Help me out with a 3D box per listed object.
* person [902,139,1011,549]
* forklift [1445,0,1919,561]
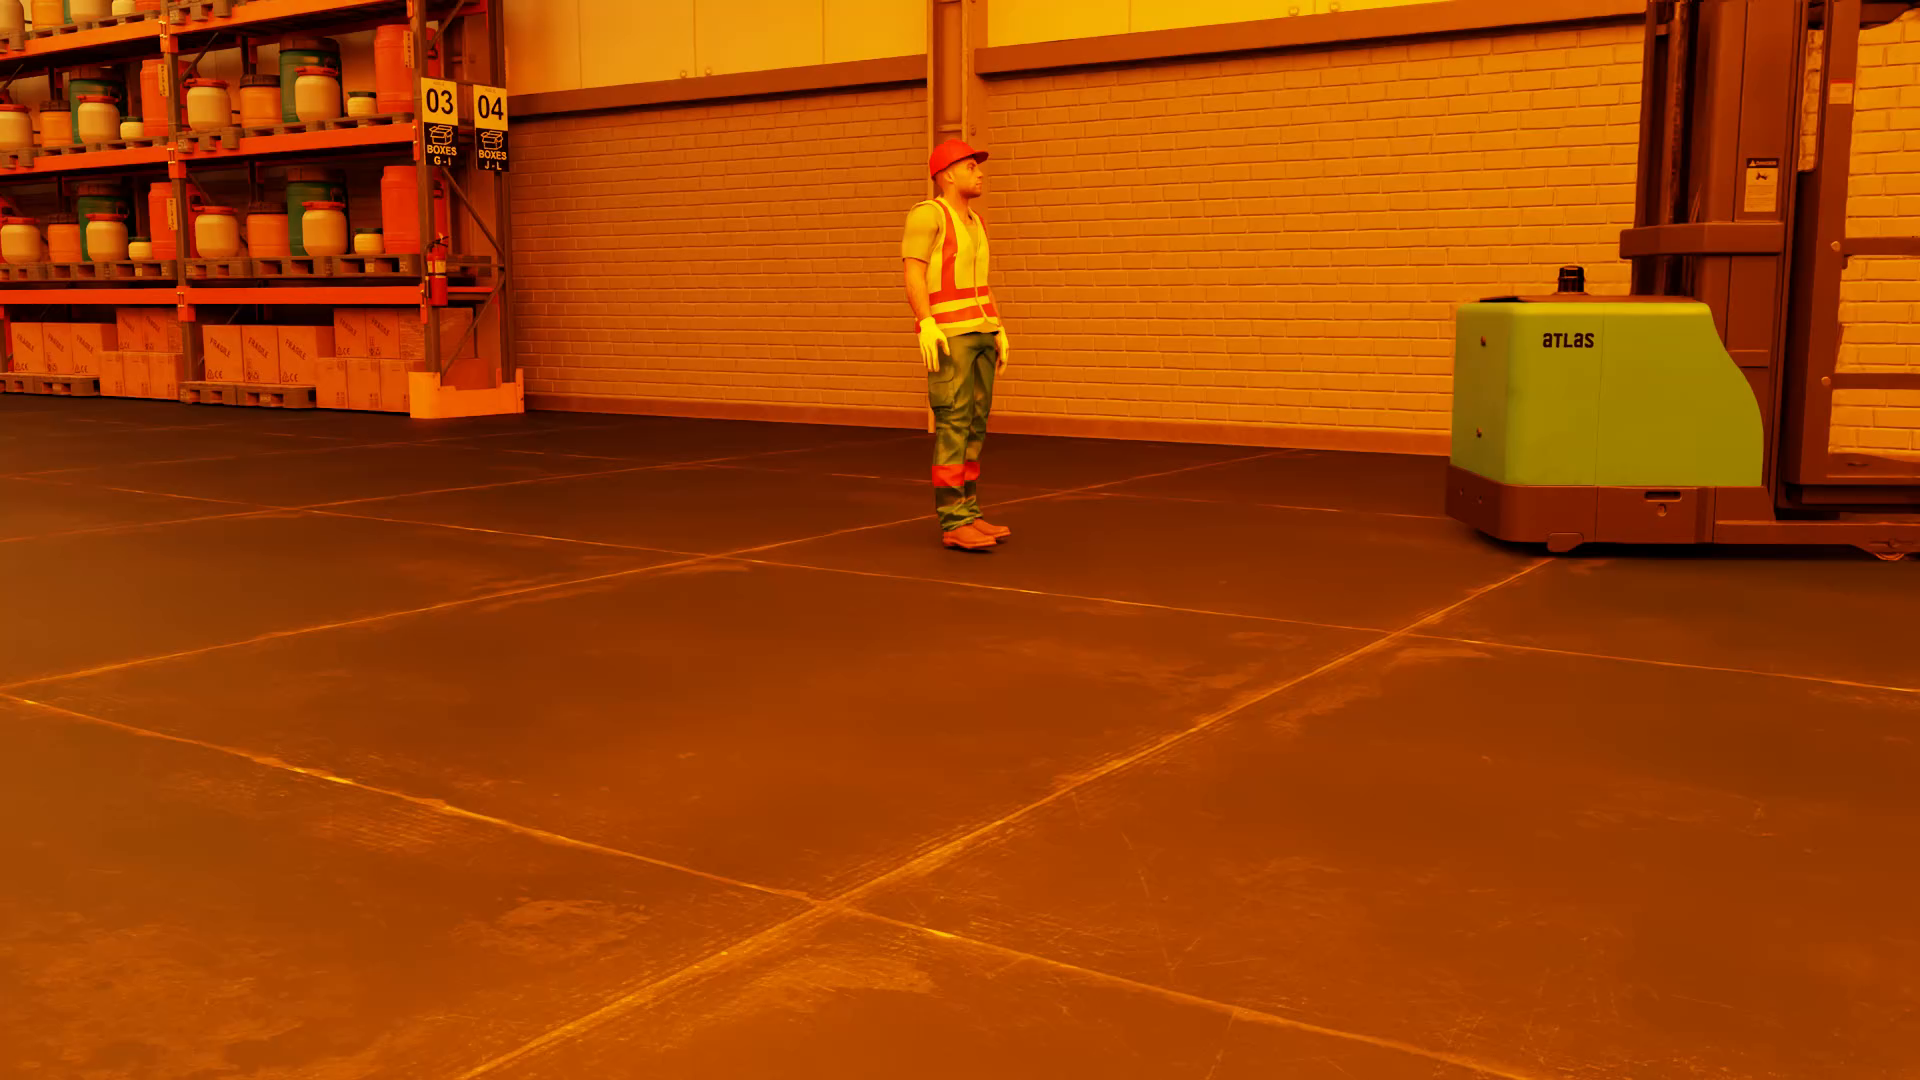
[{"bbox_3d":[0.061,-0.885,7.423,0.562,1.789,0.638,5,10,34],"label":"person"},{"bbox_3d":[3.827,-1.438,7.302,3.031,2.935,1.130,0,8,2],"label":"forklift"}]
